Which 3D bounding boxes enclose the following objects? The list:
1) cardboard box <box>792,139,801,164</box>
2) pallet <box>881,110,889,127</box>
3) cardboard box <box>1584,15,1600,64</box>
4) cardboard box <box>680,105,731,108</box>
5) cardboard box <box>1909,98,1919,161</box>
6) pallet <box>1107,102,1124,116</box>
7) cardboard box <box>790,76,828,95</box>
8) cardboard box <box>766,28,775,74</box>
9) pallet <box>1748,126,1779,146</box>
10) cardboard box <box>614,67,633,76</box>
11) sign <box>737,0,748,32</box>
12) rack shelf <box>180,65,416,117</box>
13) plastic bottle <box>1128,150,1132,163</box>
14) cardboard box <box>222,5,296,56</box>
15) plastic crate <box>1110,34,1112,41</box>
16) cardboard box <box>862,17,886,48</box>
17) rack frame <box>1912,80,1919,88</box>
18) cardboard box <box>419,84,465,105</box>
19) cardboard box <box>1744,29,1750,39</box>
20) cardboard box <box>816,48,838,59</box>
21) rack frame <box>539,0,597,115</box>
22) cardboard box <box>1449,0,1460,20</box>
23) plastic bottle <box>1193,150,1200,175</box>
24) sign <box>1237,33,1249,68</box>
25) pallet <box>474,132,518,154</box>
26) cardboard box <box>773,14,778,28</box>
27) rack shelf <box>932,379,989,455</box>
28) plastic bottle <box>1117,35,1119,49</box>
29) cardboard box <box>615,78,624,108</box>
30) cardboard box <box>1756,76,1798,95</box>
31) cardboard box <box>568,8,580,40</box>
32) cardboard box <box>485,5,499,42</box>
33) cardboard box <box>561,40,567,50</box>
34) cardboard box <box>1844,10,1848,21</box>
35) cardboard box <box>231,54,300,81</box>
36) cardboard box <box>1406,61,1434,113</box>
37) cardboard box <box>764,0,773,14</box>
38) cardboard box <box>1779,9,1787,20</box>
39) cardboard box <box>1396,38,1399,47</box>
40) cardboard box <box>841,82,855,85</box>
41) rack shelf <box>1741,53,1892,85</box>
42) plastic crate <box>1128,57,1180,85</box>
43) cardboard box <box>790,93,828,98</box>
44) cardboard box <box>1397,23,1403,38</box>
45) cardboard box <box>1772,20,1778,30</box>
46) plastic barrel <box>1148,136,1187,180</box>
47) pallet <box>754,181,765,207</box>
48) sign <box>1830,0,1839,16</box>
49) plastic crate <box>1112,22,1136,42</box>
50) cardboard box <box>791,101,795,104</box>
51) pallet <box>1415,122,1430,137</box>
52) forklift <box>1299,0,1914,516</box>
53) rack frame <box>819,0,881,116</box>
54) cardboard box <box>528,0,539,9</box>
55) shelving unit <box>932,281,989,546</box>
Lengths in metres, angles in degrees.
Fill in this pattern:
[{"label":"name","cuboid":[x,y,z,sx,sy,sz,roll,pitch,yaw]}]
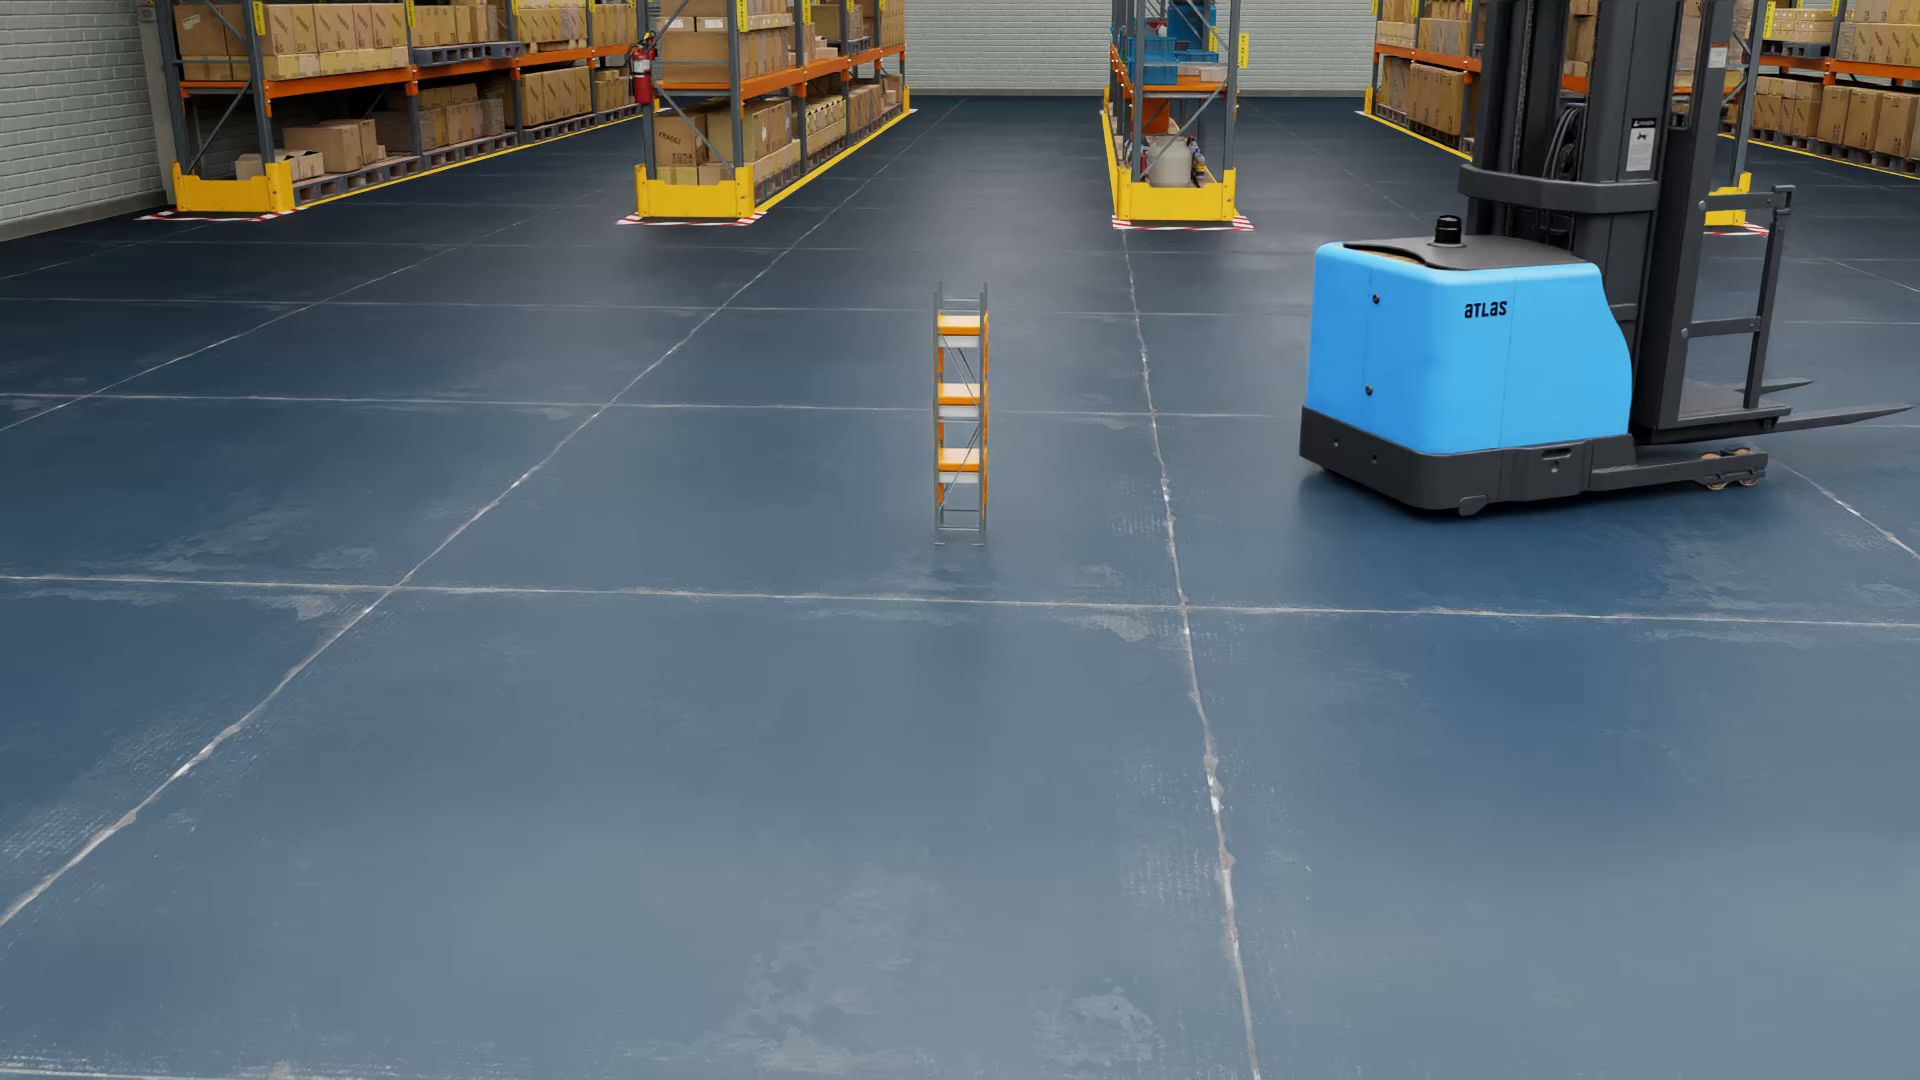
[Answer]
[{"label":"cardboard box","cuboid":[-2.245,-4.773,20.413,0.500,0.250,0.500,1,18,4]},{"label":"pallet","cuboid":[-1.806,-7.401,29.173,1.003,0.211,1.213,1,18,4]},{"label":"cardboard box","cuboid":[7.273,-5.391,17.919,0.875,0.500,0.500,1,18,4]},{"label":"cardboard box","cuboid":[-2.881,-4.675,18.911,0.500,0.500,0.500,1,18,4]},{"label":"cardboard box","cuboid":[12.345,-4.990,20.272,1.050,0.750,0.750,1,18,4]},{"label":"pallet","cuboid":[3.273,-8.064,31.193,1.003,0.211,1.213,1,18,4]},{"label":"cardboard box","cuboid":[-2.311,-6.962,25.456,0.500,0.250,0.500,2,18,6]},{"label":"cardboard box","cuboid":[-2.527,-5.619,19.092,0.700,0.500,0.500,2,18,5]},{"label":"pallet","cuboid":[12.825,-6.202,25.512,1.003,0.211,1.213,1,18,4]},{"label":"cardboard box","cuboid":[-6.307,-8.842,31.389,0.380,0.149,0.250,2,18,5]},{"label":"sign","cuboid":[-2.164,-5.221,16.523,0.100,0.325,0.005,1,18,4]},{"label":"rack shelf","cuboid":[-7.515,-5.175,19.055,1.077,0.370,4.000,1,18,4]},{"label":"plastic bottle","cuboid":[1.908,-4.210,18.609,0.061,0.283,0.133,2,18,5]},{"label":"cardboard box","cuboid":[-7.324,-5.332,17.383,0.500,0.500,0.500,1,18,4]},{"label":"plastic crate","cuboid":[2.919,-9.380,31.060,0.250,0.136,0.298,1,18,4]},{"label":"cardboard box","cuboid":[-1.548,-8.713,28.536,0.500,0.500,0.500,2,18,5]},{"label":"rack frame","cuboid":[18.195,-9.312,30.525,1.000,3.000,0.127,1,18,4]},{"label":"cardboard box","cuboid":[-7.219,-6.198,23.124,0.500,0.250,0.500,1,18,4]},{"label":"cardboard box","cuboid":[12.422,-7.875,25.869,0.380,0.149,0.250,1,18,4]},{"label":"cardboard box","cuboid":[-1.932,-6.866,23.464,0.380,0.149,0.250,1,18,4]},{"label":"rack frame","cuboid":[-6.798,-8.623,28.421,1.000,3.000,0.127,1,18,4]},{"label":"cardboard box","cuboid":[7.897,-8.211,25.391,0.797,0.503,0.637,2,18,6]},{"label":"plastic bottle","cuboid":[2.696,-4.281,18.846,0.097,0.271,0.097,0,18,0]},{"label":"sign","cuboid":[2.772,-4.793,16.288,0.100,0.325,0.005,1,18,4]},{"label":"pallet","cuboid":[-7.142,-5.813,24.324,1.003,0.211,1.213,1,18,4]},{"label":"cardboard box","cuboid":[-2.311,-5.979,19.151,0.380,0.149,0.250,1,18,4]},{"label":"rack shelf","cuboid":[0.004,-0.505,6.814,0.215,0.259,0.240,1,18,4]},{"label":"plastic bottle","cuboid":[2.622,-8.200,27.320,0.061,0.283,0.133,1,18,4]},{"label":"cardboard box","cuboid":[-6.564,-8.180,30.409,0.700,0.500,0.500,2,18,5]},{"label":"cardboard box","cuboid":[12.571,-6.970,25.512,0.500,0.250,0.500,2,18,6]},{"label":"cardboard box","cuboid":[-6.606,-8.514,27.417,0.500,0.500,0.500,1,18,4]},{"label":"cardboard box","cuboid":[-7.108,-7.491,24.100,0.700,0.500,0.500,-1,18,-3]},{"label":"cardboard box","cuboid":[-6.642,-8.086,27.153,0.380,0.149,0.250,1,18,4]},{"label":"cardboard box","cuboid":[12.942,-7.568,23.977,0.380,0.149,0.250,1,18,4]},{"label":"cardboard box","cuboid":[-7.306,-4.979,17.508,0.500,0.250,0.500,1,18,2]},{"label":"cardboard box","cuboid":[8.151,-7.684,28.295,0.875,0.875,0.875,1,18,4]},{"label":"cardboard box","cuboid":[-2.527,-6.242,18.912,0.700,0.500,0.500,1,18,4]},{"label":"cardboard box","cuboid":[12.333,-7.749,24.528,0.380,0.149,0.250,1,18,4]},{"label":"cardboard box","cuboid":[7.811,-8.673,28.978,0.380,0.149,0.250,1,18,3]},{"label":"cardboard box","cuboid":[-2.099,-7.718,28.968,0.500,0.500,0.500,1,18,4]},{"label":"rack shelf","cuboid":[12.821,-7.186,25.192,1.077,0.370,4.000,1,18,4]},{"label":"plastic crate","cuboid":[1.961,-4.766,16.890,0.499,0.251,0.616,1,18,4]},{"label":"cardboard box","cuboid":[-2.310,-6.588,25.519,0.500,0.500,0.500,2,18,6]},{"label":"cardboard box","cuboid":[7.865,-8.824,28.797,0.500,0.250,0.500,2,18,5]},{"label":"cardboard box","cuboid":[12.349,-7.693,24.833,0.380,0.149,0.250,2,18,5]},{"label":"plastic barrel","cuboid":[2.230,-4.054,17.798,0.421,0.512,0.421,0,18,0]},{"label":"pallet","cuboid":[-2.704,-3.700,17.875,1.003,0.211,1.213,1,18,4]},{"label":"sign","cuboid":[12.135,-7.428,23.044,0.100,0.325,0.005,1,18,4]},{"label":"plastic crate","cuboid":[2.777,-8.575,28.205,0.392,0.384,0.575,1,18,4]},{"label":"cardboard box","cuboid":[-2.542,-5.953,23.113,0.500,0.311,0.500,1,18,2]},{"label":"pallet","cuboid":[8.044,-6.725,27.107,1.003,0.211,1.213,1,18,4]},{"label":"forklift","cuboid":[3.187,-1.766,7.606,3.031,2.935,1.130,-7,19,-20]},{"label":"rack frame","cuboid":[-1.857,-8.513,28.087,1.000,3.000,0.127,1,18,4]},{"label":"cardboard box","cuboid":[-6.757,-8.237,25.370,0.500,0.250,0.500,1,18,3]},{"label":"shelving unit","cuboid":[0.004,-0.516,6.810,0.215,1.050,0.252,1,18,4]}]
